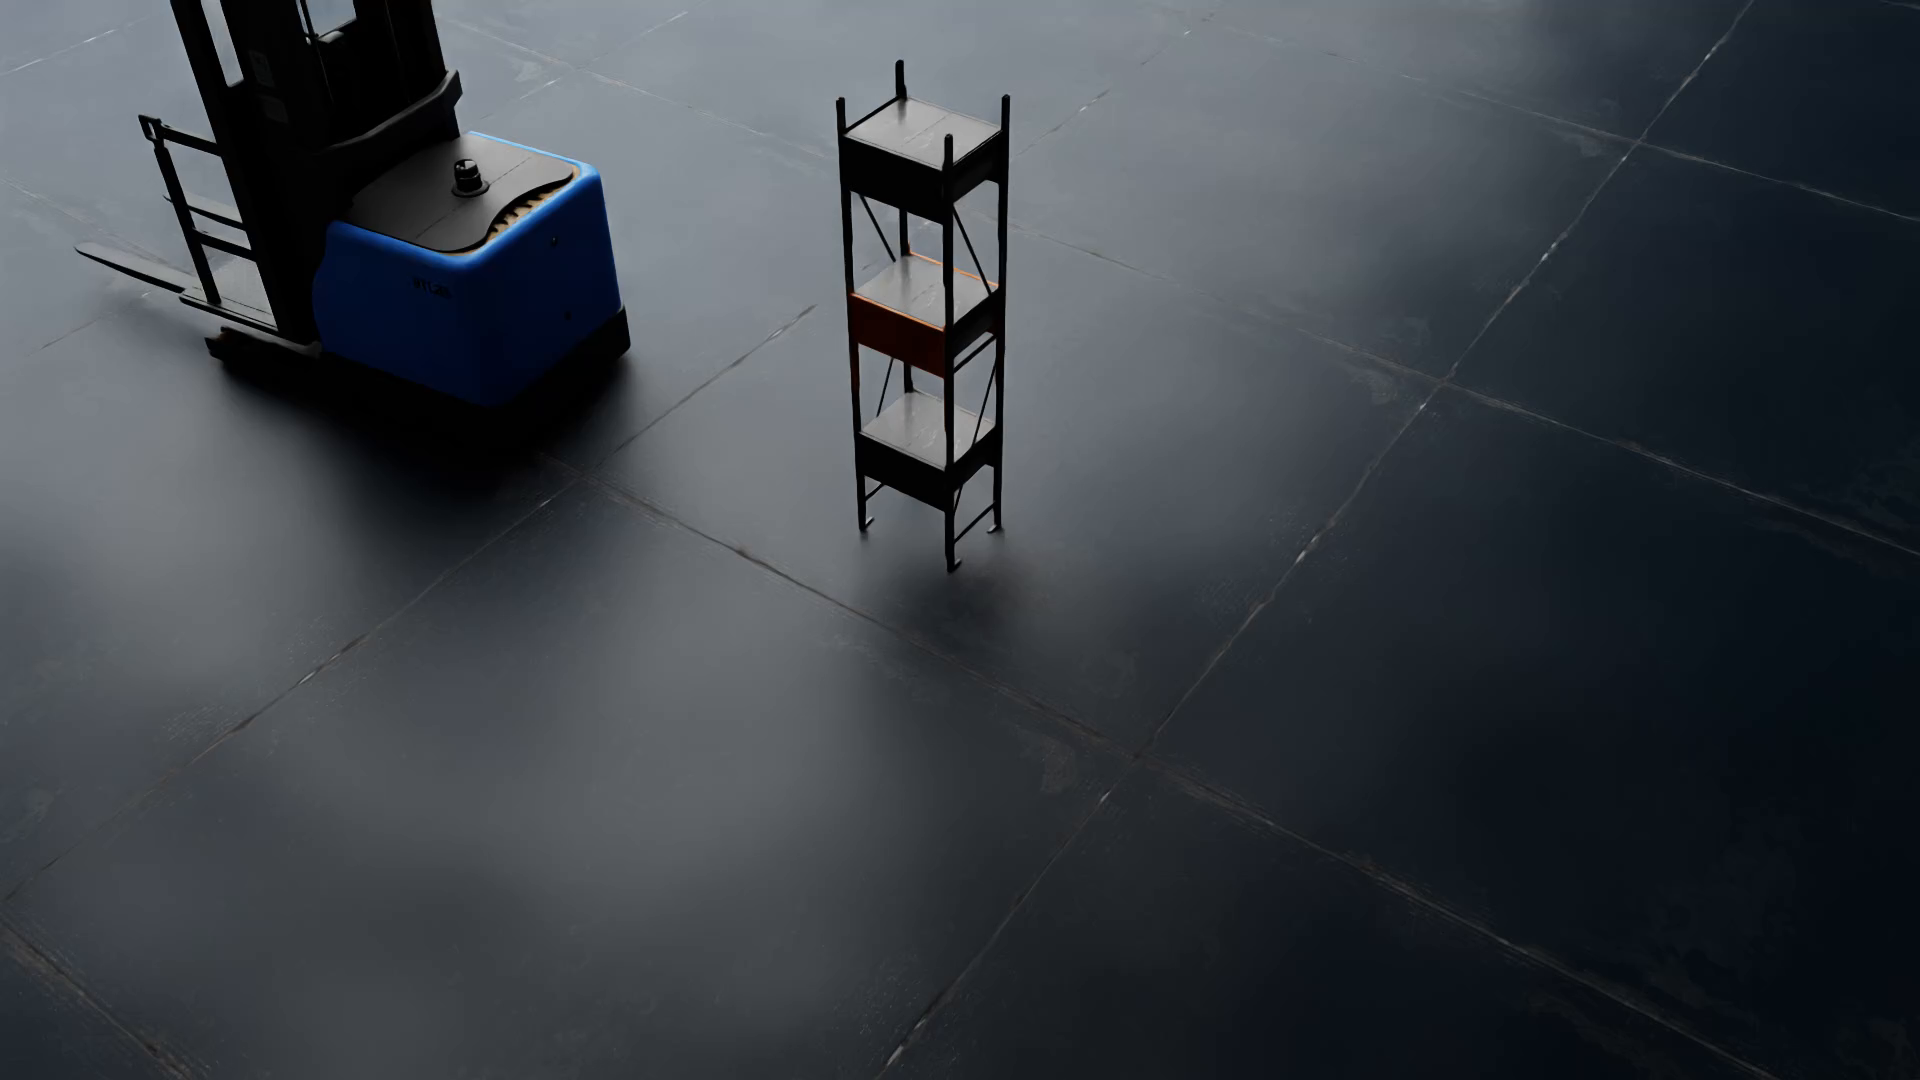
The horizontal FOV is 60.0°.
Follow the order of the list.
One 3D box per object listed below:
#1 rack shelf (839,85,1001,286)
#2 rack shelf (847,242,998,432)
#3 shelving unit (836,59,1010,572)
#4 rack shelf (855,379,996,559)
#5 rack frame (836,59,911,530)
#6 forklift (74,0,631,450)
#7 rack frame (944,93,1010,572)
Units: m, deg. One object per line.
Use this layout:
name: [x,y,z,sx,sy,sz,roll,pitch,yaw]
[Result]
rack shelf: [-0.136,-1.357,6.351,0.480,0.518,0.431,25,48,25]
rack shelf: [-0.136,-0.836,6.818,0.480,0.518,0.431,25,48,25]
shelving unit: [-0.136,-0.846,6.809,0.503,2.100,0.431,25,48,25]
rack shelf: [-0.136,-0.314,7.284,0.480,0.518,0.431,25,48,25]
rack frame: [-0.335,-0.939,6.913,0.015,2.100,0.400,25,48,25]
forklift: [-3.218,-2.213,7.713,3.031,2.935,1.130,19,45,20]
rack frame: [0.064,-0.752,6.704,0.015,2.100,0.400,25,48,25]
